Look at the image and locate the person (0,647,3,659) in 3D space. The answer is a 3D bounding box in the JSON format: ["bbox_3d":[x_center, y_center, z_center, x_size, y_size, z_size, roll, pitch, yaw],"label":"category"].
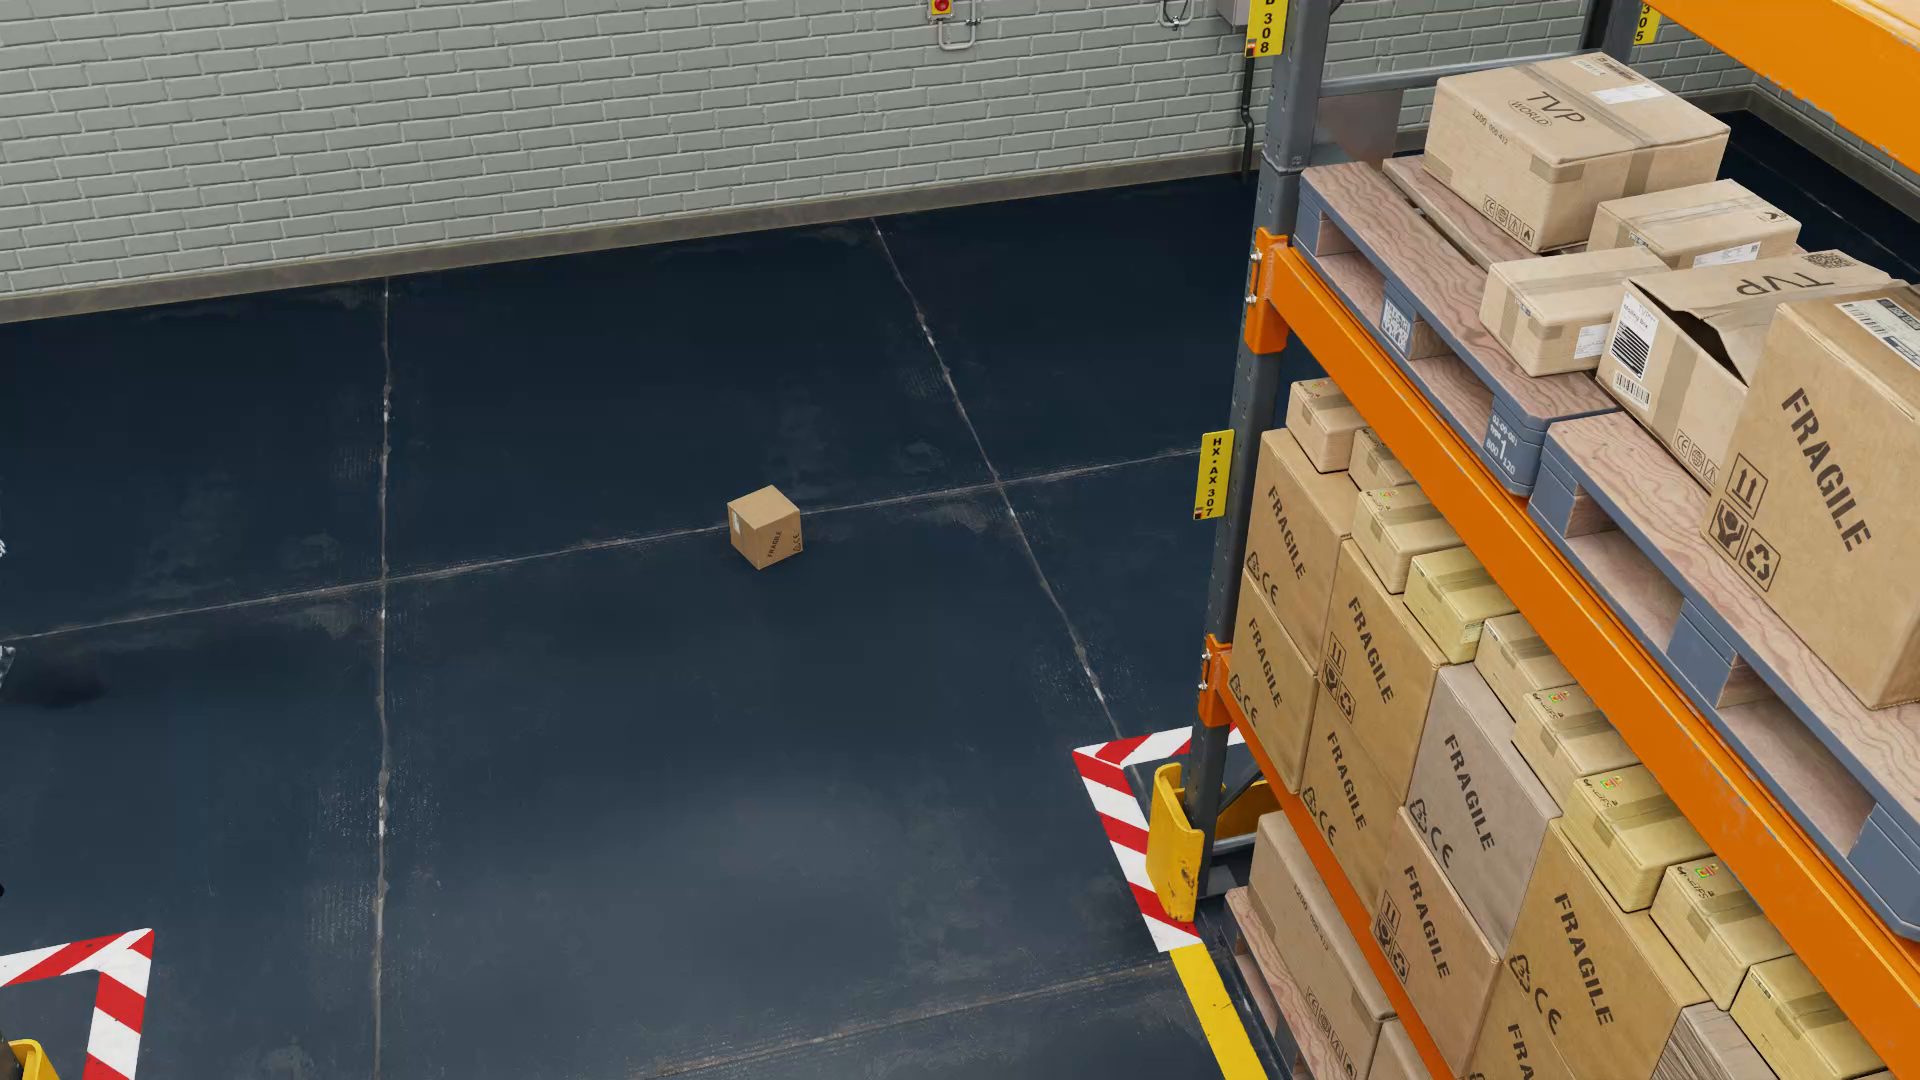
[{"bbox_3d":[-4.359,0.028,6.633,0.680,1.668,0.481,-7,39,-9],"label":"person"}]
